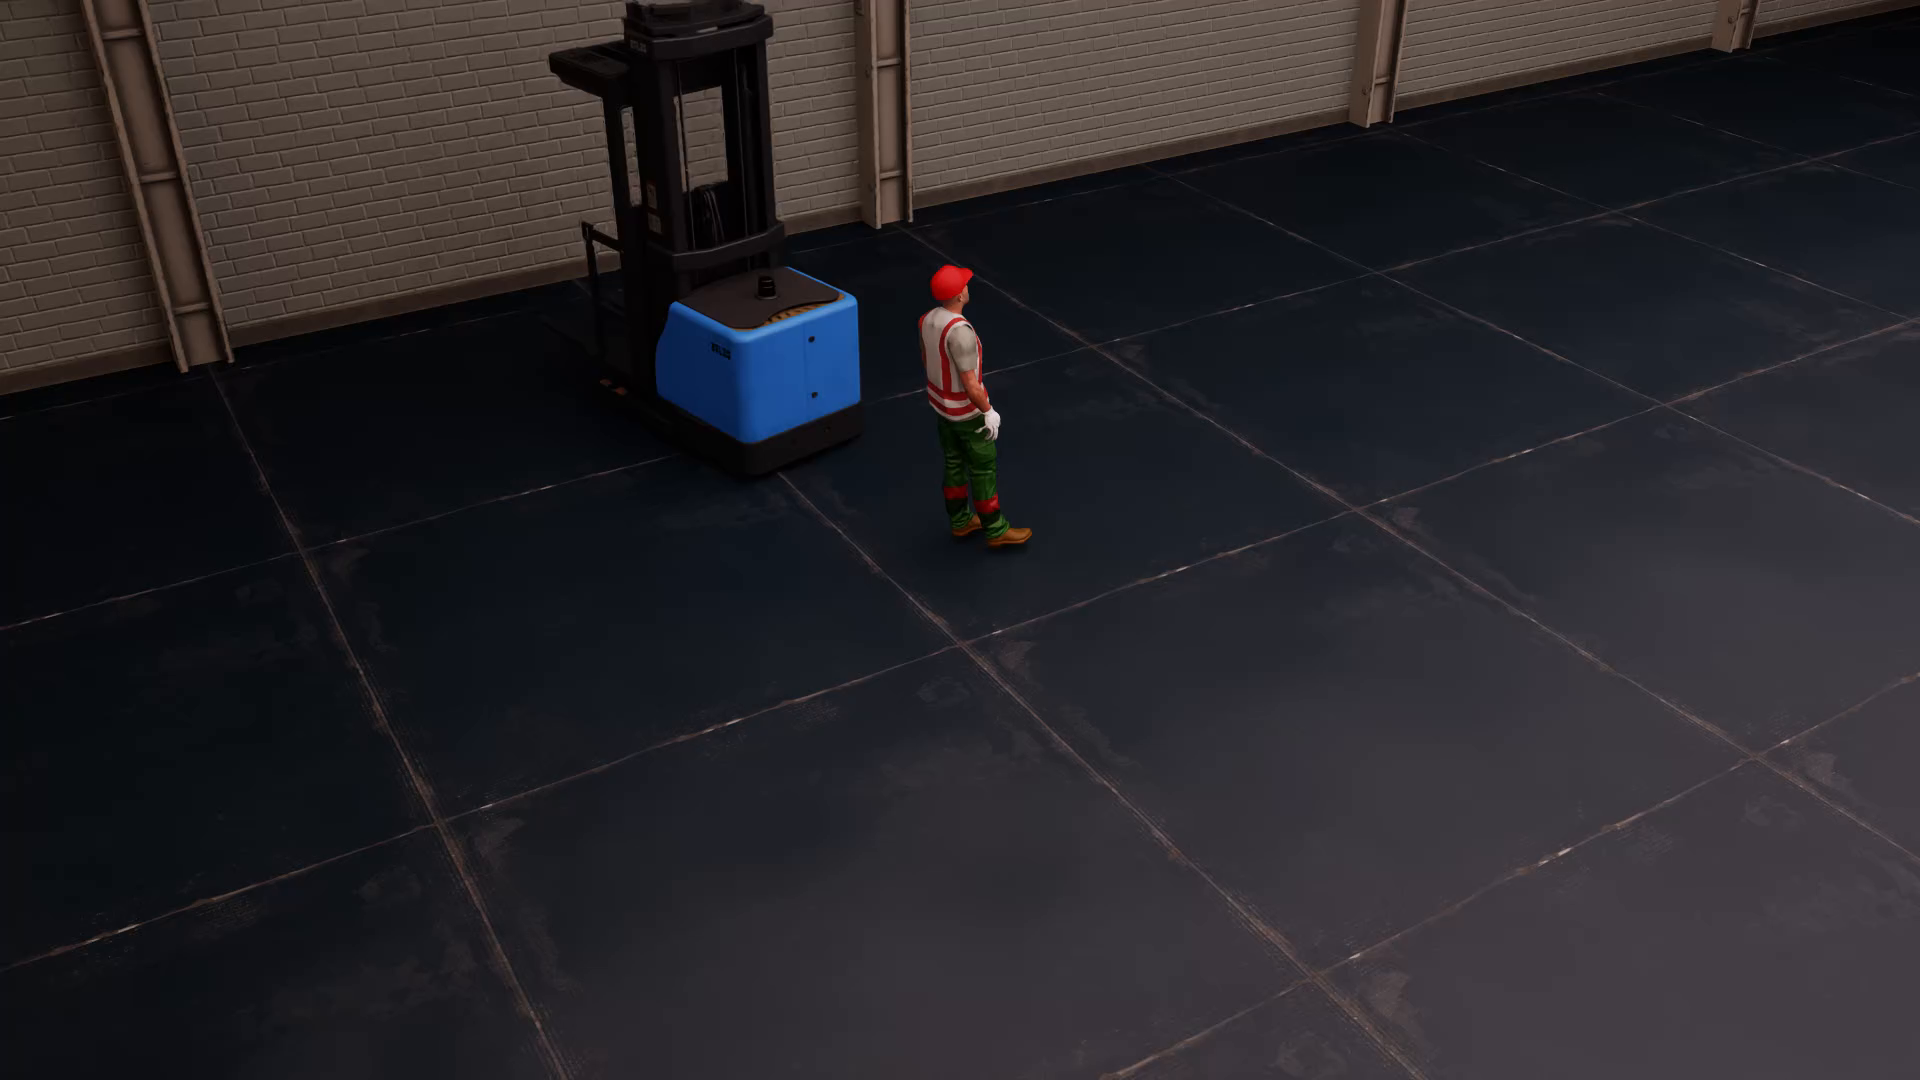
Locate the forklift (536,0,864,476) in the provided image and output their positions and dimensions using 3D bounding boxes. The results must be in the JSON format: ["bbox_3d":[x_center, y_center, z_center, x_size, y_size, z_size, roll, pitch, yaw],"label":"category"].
[{"bbox_3d":[-2.039,-2.355,11.580,1.130,2.935,3.031,-25,39,-36],"label":"forklift"}]

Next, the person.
[{"bbox_3d":[0.074,-0.824,10.043,0.564,1.786,0.638,-17,35,-26],"label":"person"}]
